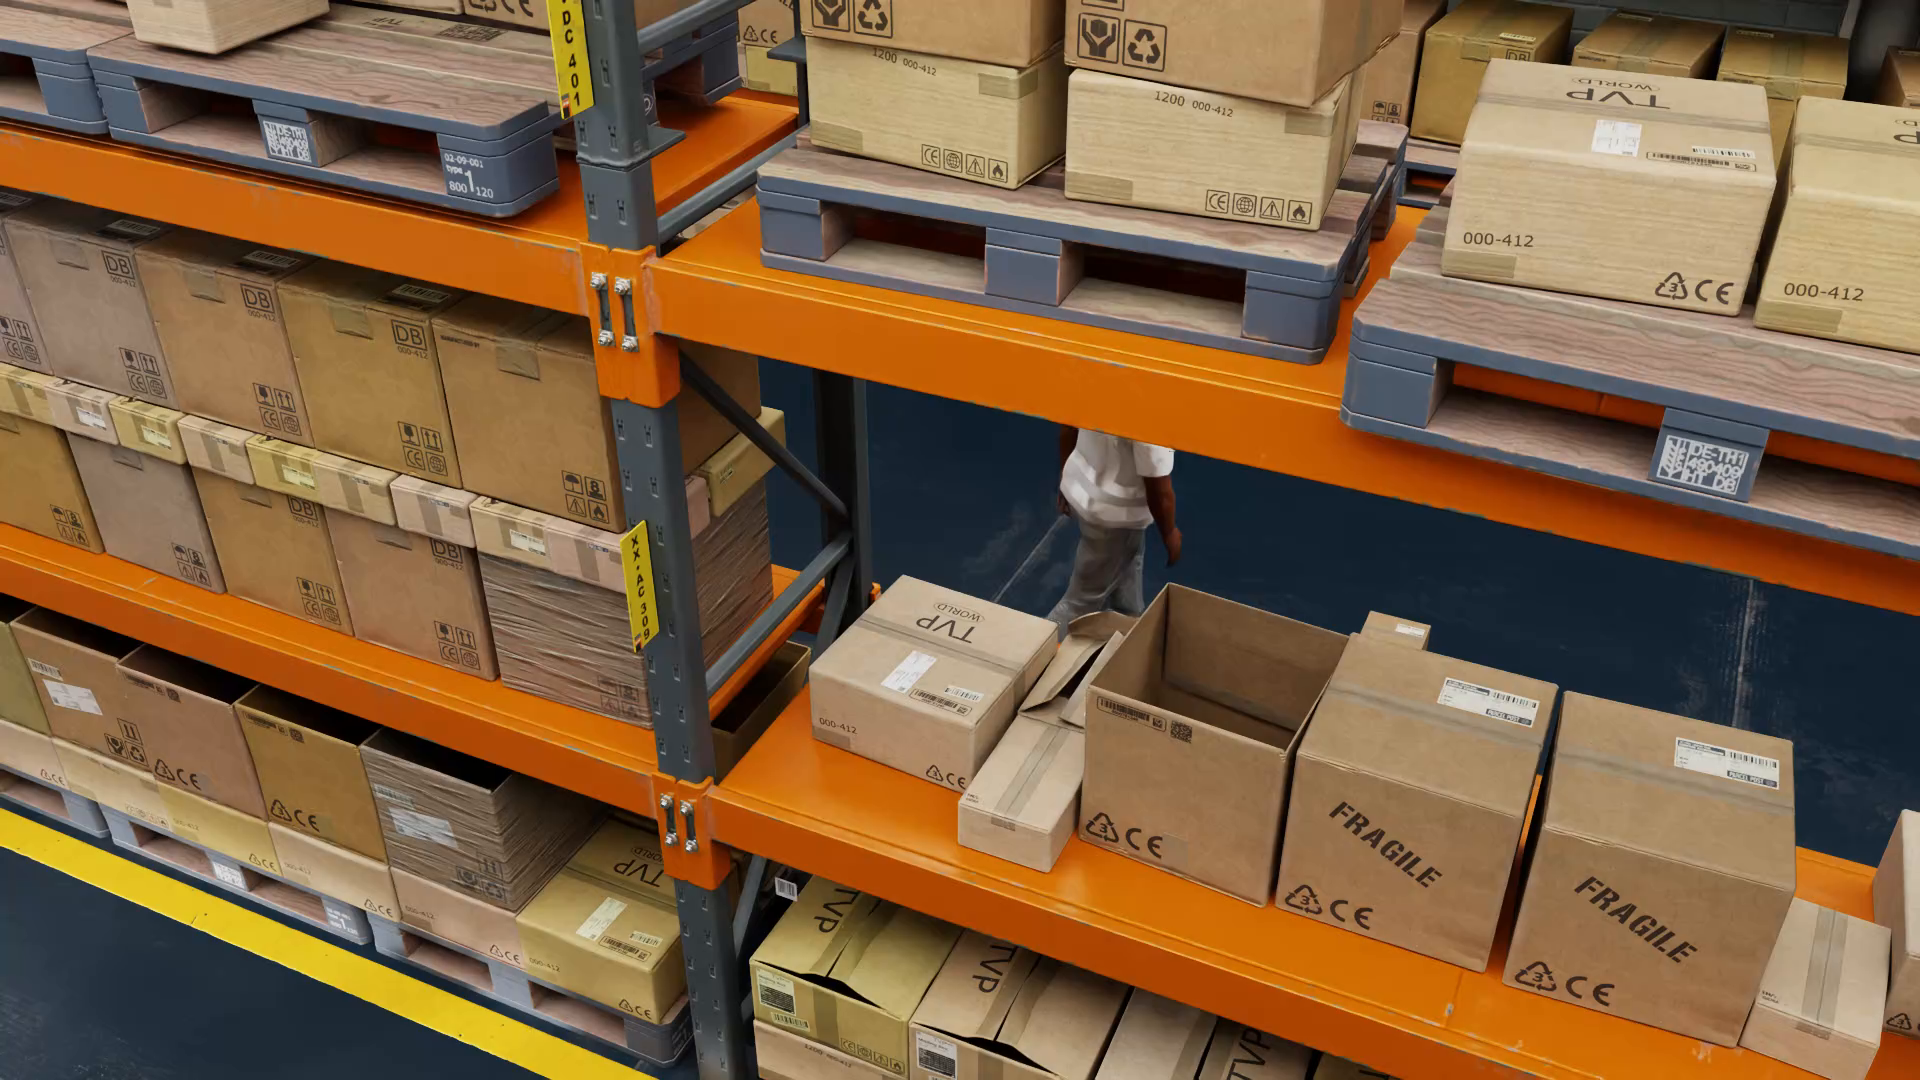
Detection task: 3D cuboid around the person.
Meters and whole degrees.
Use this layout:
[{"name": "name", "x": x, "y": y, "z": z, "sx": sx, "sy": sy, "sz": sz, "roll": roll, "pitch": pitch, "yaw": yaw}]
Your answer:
[{"name": "person", "x": 0.612, "y": -0.132, "z": 6.302, "sx": 0.807, "sy": 1.756, "sz": 0.581, "roll": -11, "pitch": 35, "yaw": -16}]
